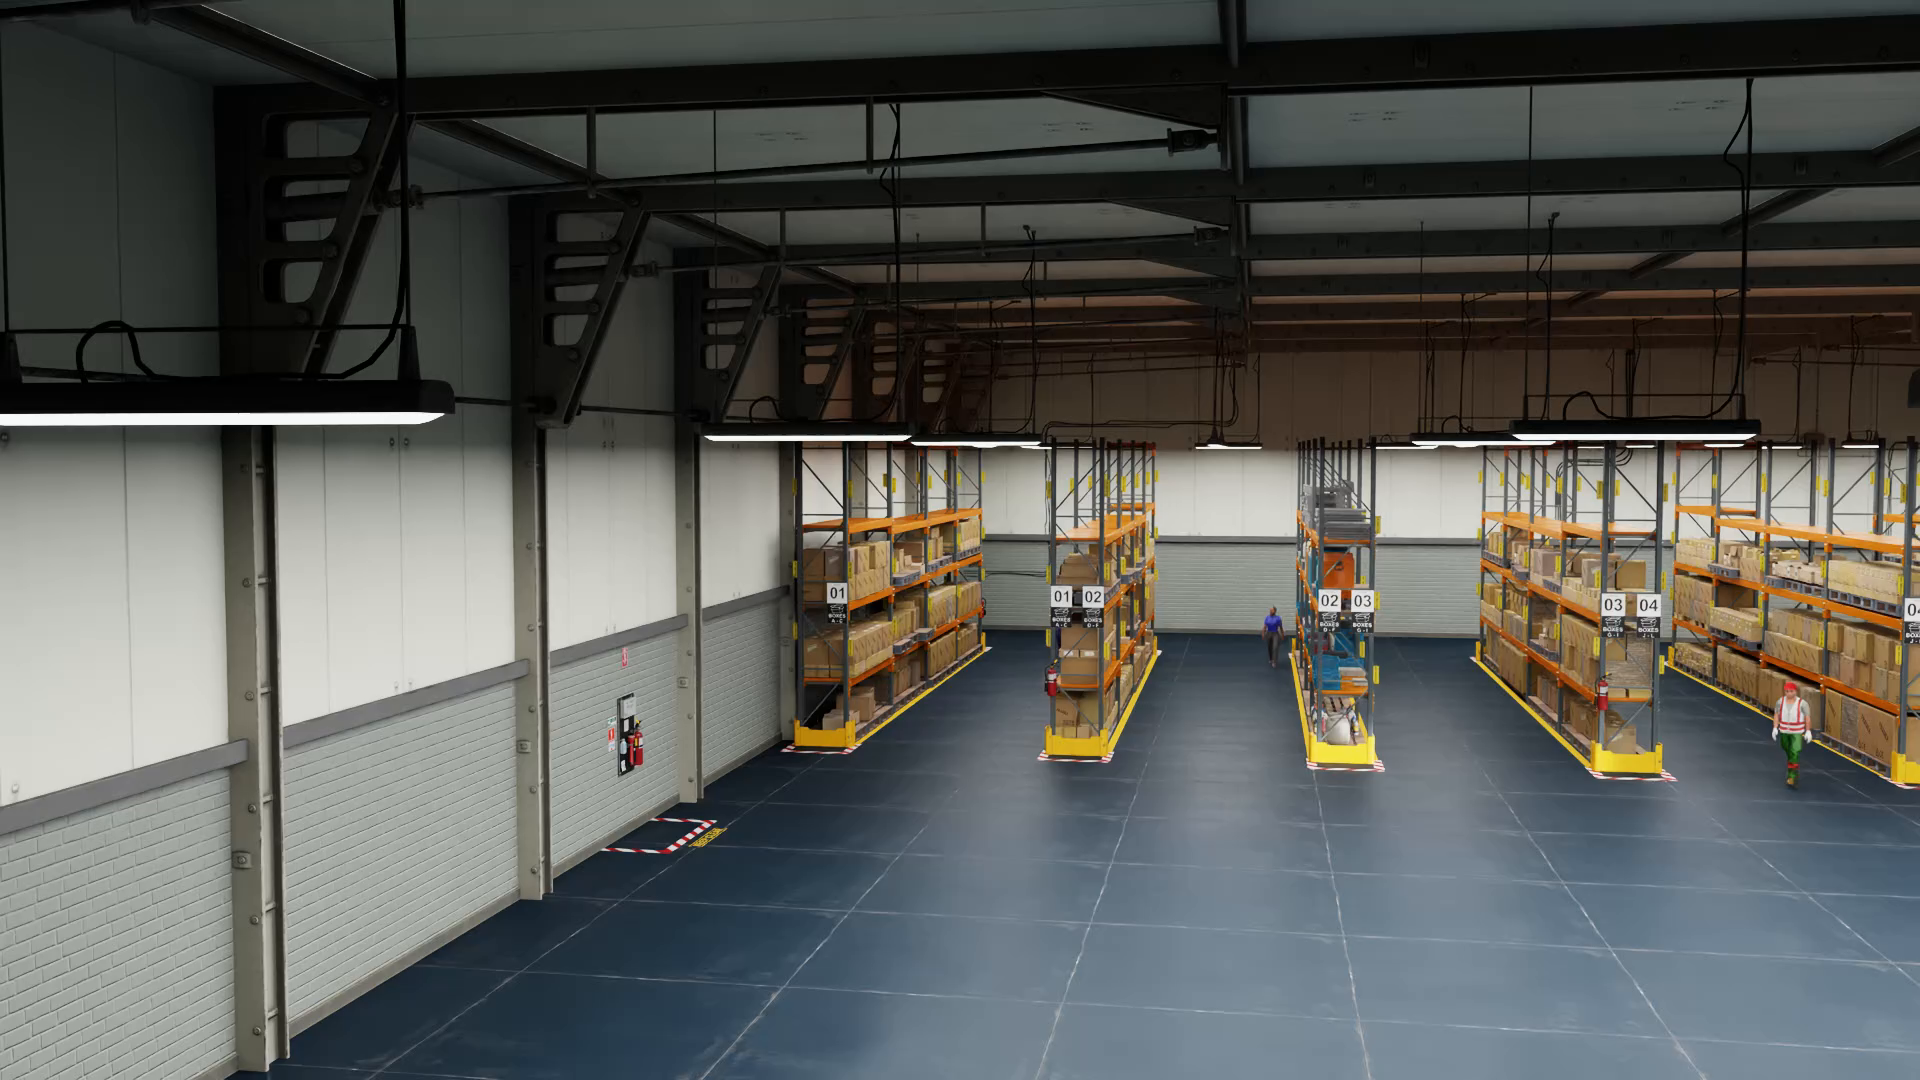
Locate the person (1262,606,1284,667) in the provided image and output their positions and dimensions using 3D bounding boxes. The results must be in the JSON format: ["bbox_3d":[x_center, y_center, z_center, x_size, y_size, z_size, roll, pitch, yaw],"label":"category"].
[{"bbox_3d":[8.342,2.558,44.331,0.548,1.587,1.056,1,3,20],"label":"person"}]

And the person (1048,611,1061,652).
[{"bbox_3d":[2.839,2.442,47.290,0.653,1.564,0.752,1,3,21],"label":"person"}]

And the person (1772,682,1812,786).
[{"bbox_3d":[14.272,3.307,28.586,0.994,1.735,0.563,-3,4,-42],"label":"person"}]
